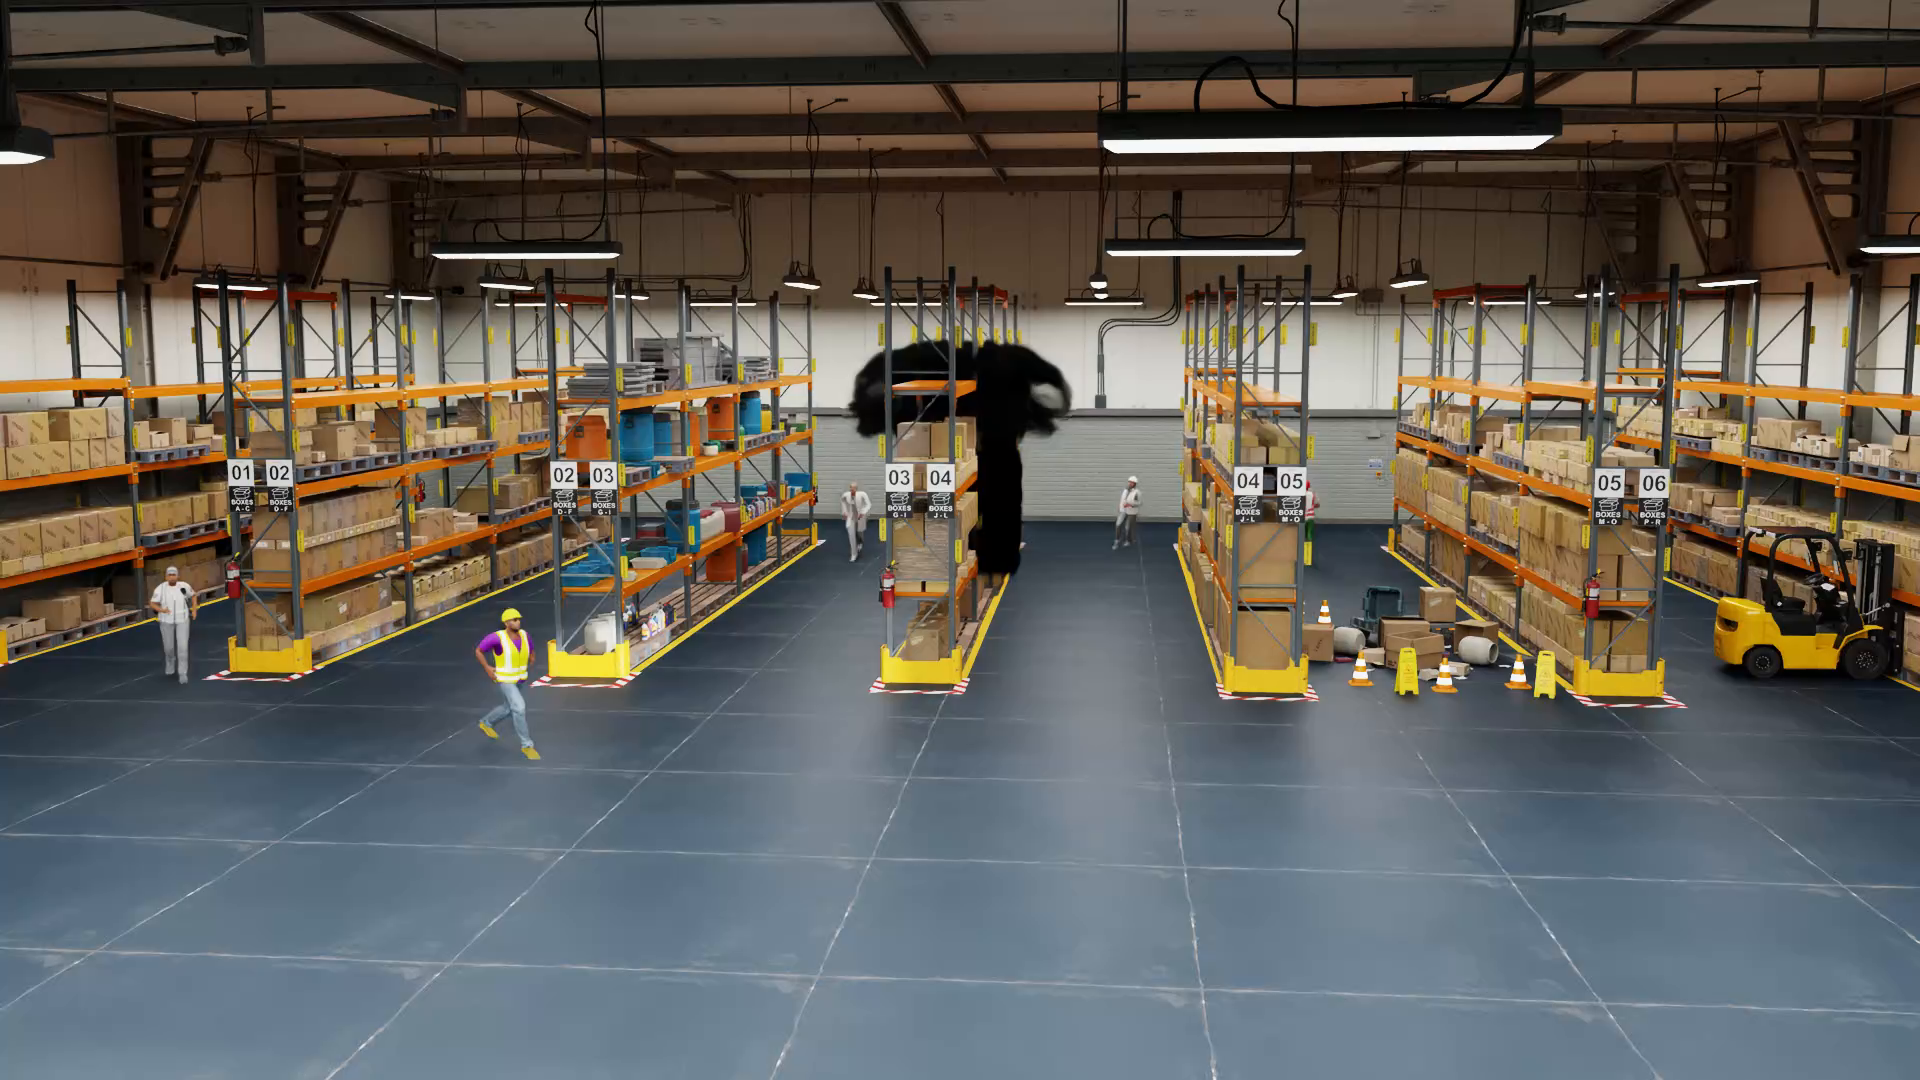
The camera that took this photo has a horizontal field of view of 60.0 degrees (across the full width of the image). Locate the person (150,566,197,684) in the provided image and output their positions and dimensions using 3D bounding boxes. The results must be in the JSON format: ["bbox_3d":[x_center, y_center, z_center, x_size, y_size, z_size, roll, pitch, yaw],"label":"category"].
[{"bbox_3d":[-11.528,1.220,24.423,0.625,1.696,0.832,-3,8,-26],"label":"person"}]

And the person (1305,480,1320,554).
[{"bbox_3d":[7.845,-0.442,37.623,0.617,1.851,0.792,-1,7,-5],"label":"person"}]

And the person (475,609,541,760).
[{"bbox_3d":[-5.431,1.715,20.077,1.067,1.816,0.663,4,8,28],"label":"person"}]

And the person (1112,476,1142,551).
[{"bbox_3d":[4.025,-0.642,39.376,0.657,1.760,0.720,4,8,31],"label":"person"}]

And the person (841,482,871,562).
[{"bbox_3d":[-2.363,-0.440,37.798,0.712,1.778,1.150,1,7,4],"label":"person"}]
